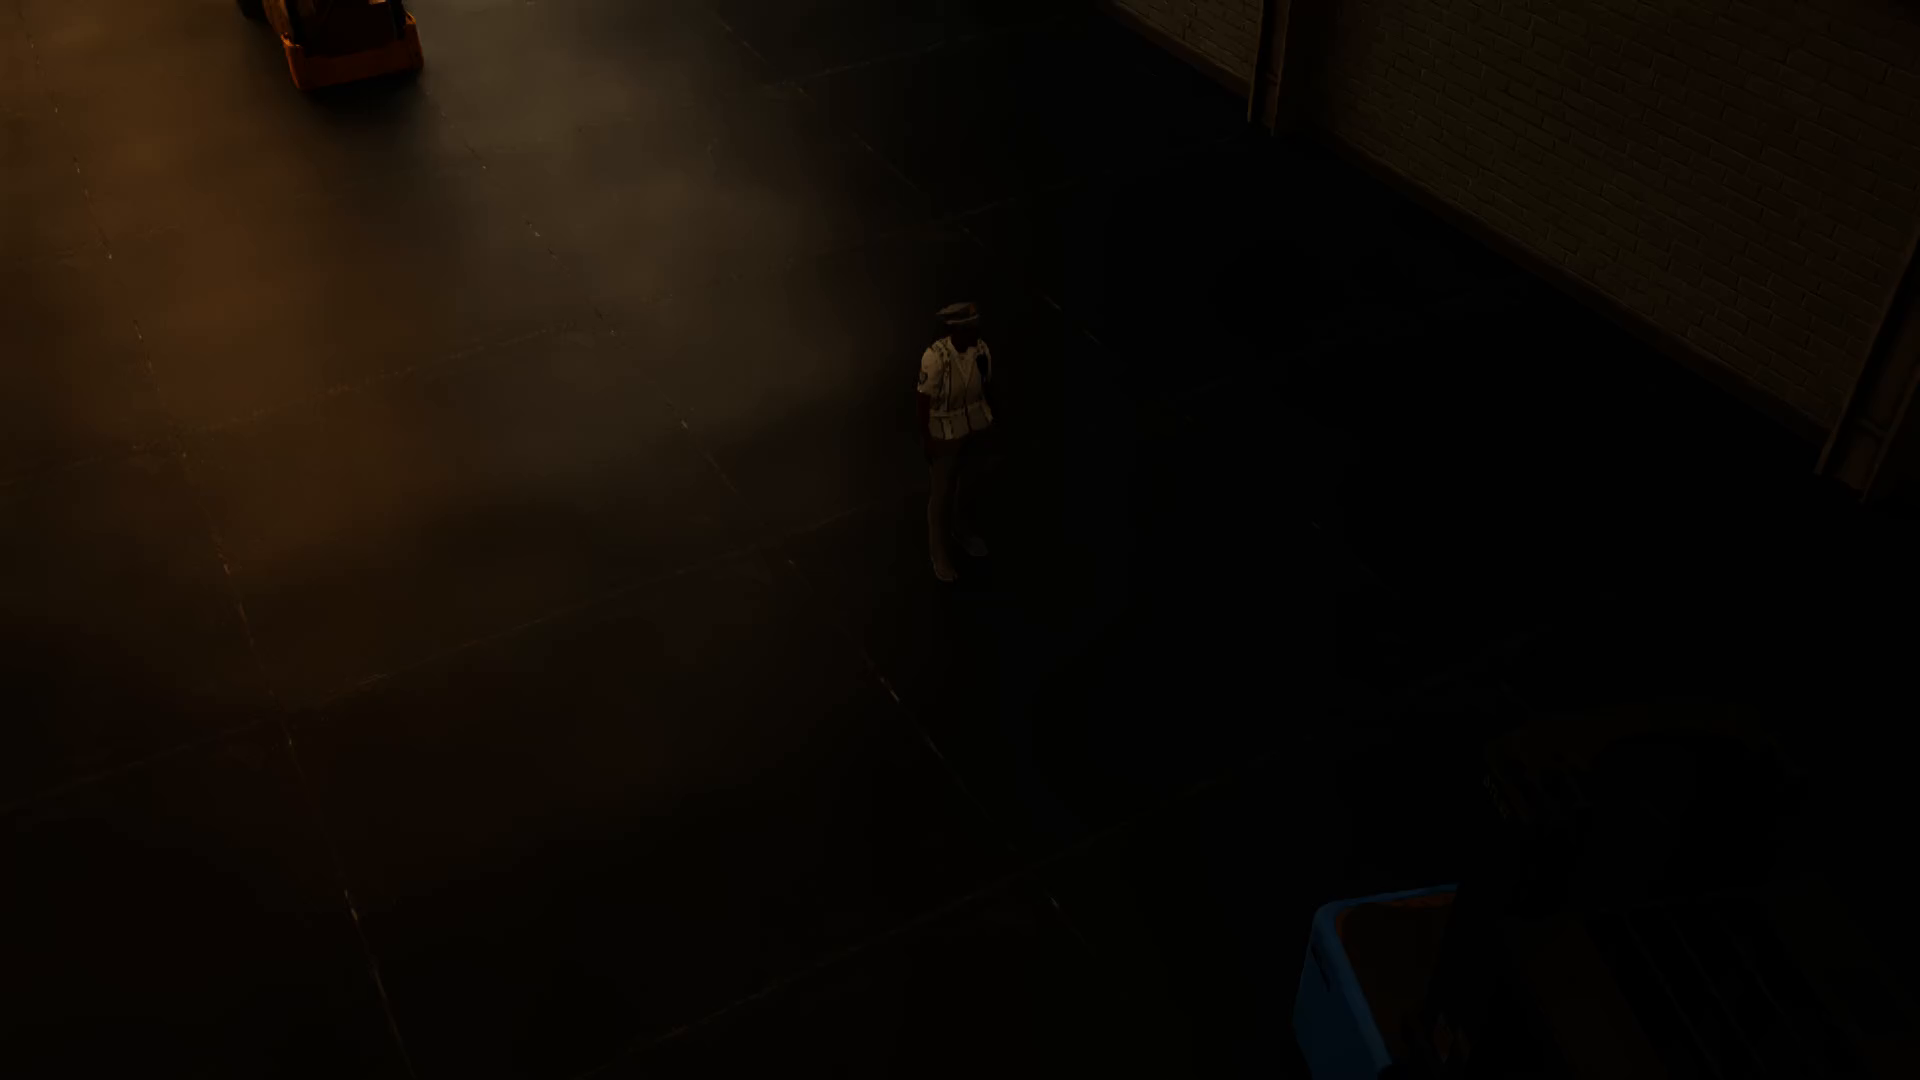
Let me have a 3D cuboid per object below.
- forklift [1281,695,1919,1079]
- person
[{"bbox_3d":[2.205,2.068,5.542,1.130,2.935,3.031,-7,40,-8],"label":"forklift"},{"bbox_3d":[0.021,-0.610,9.729,0.570,1.695,0.529,-20,44,-23],"label":"person"}]
